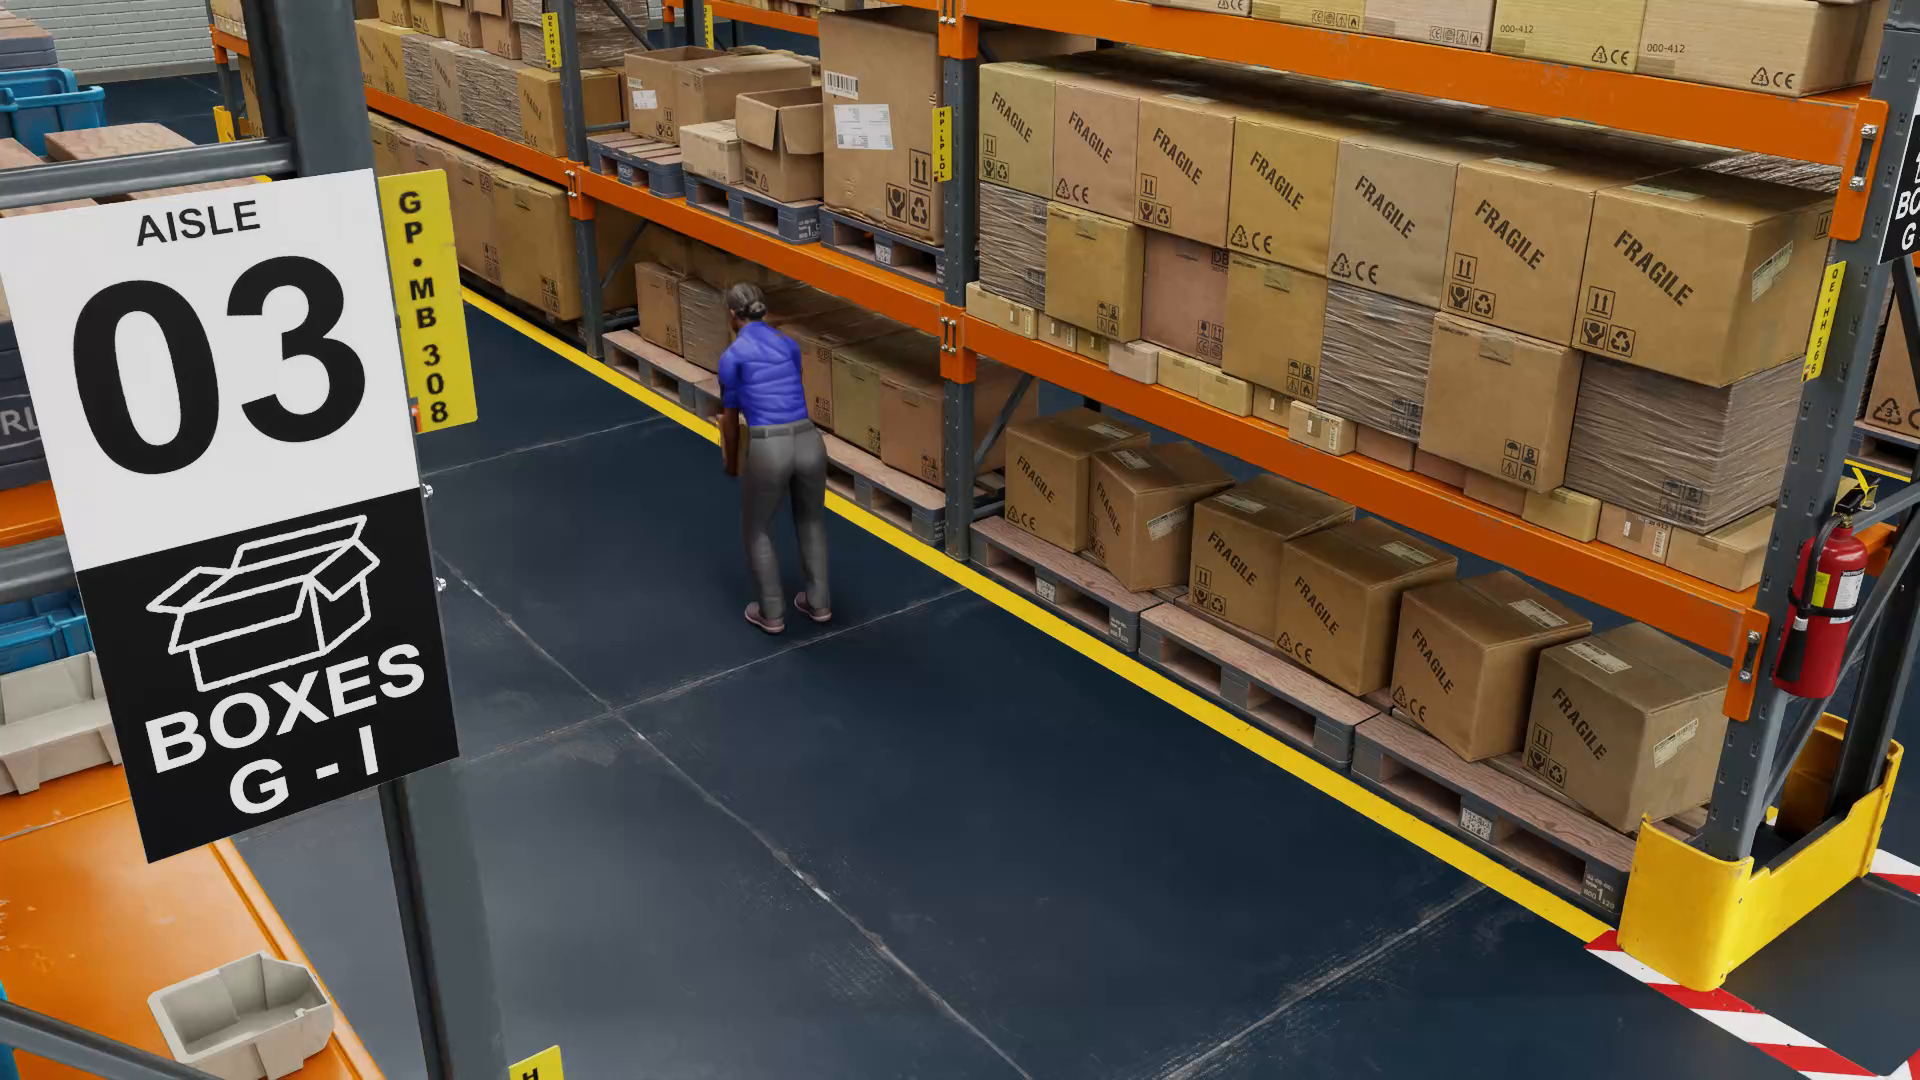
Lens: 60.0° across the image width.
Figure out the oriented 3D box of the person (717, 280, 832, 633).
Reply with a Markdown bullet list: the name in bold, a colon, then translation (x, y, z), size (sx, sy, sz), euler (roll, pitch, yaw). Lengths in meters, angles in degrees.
- **person**: translation (-0.856, -0.370, 7.551), size (0.408, 1.550, 0.597), euler (-13, 28, -26)
